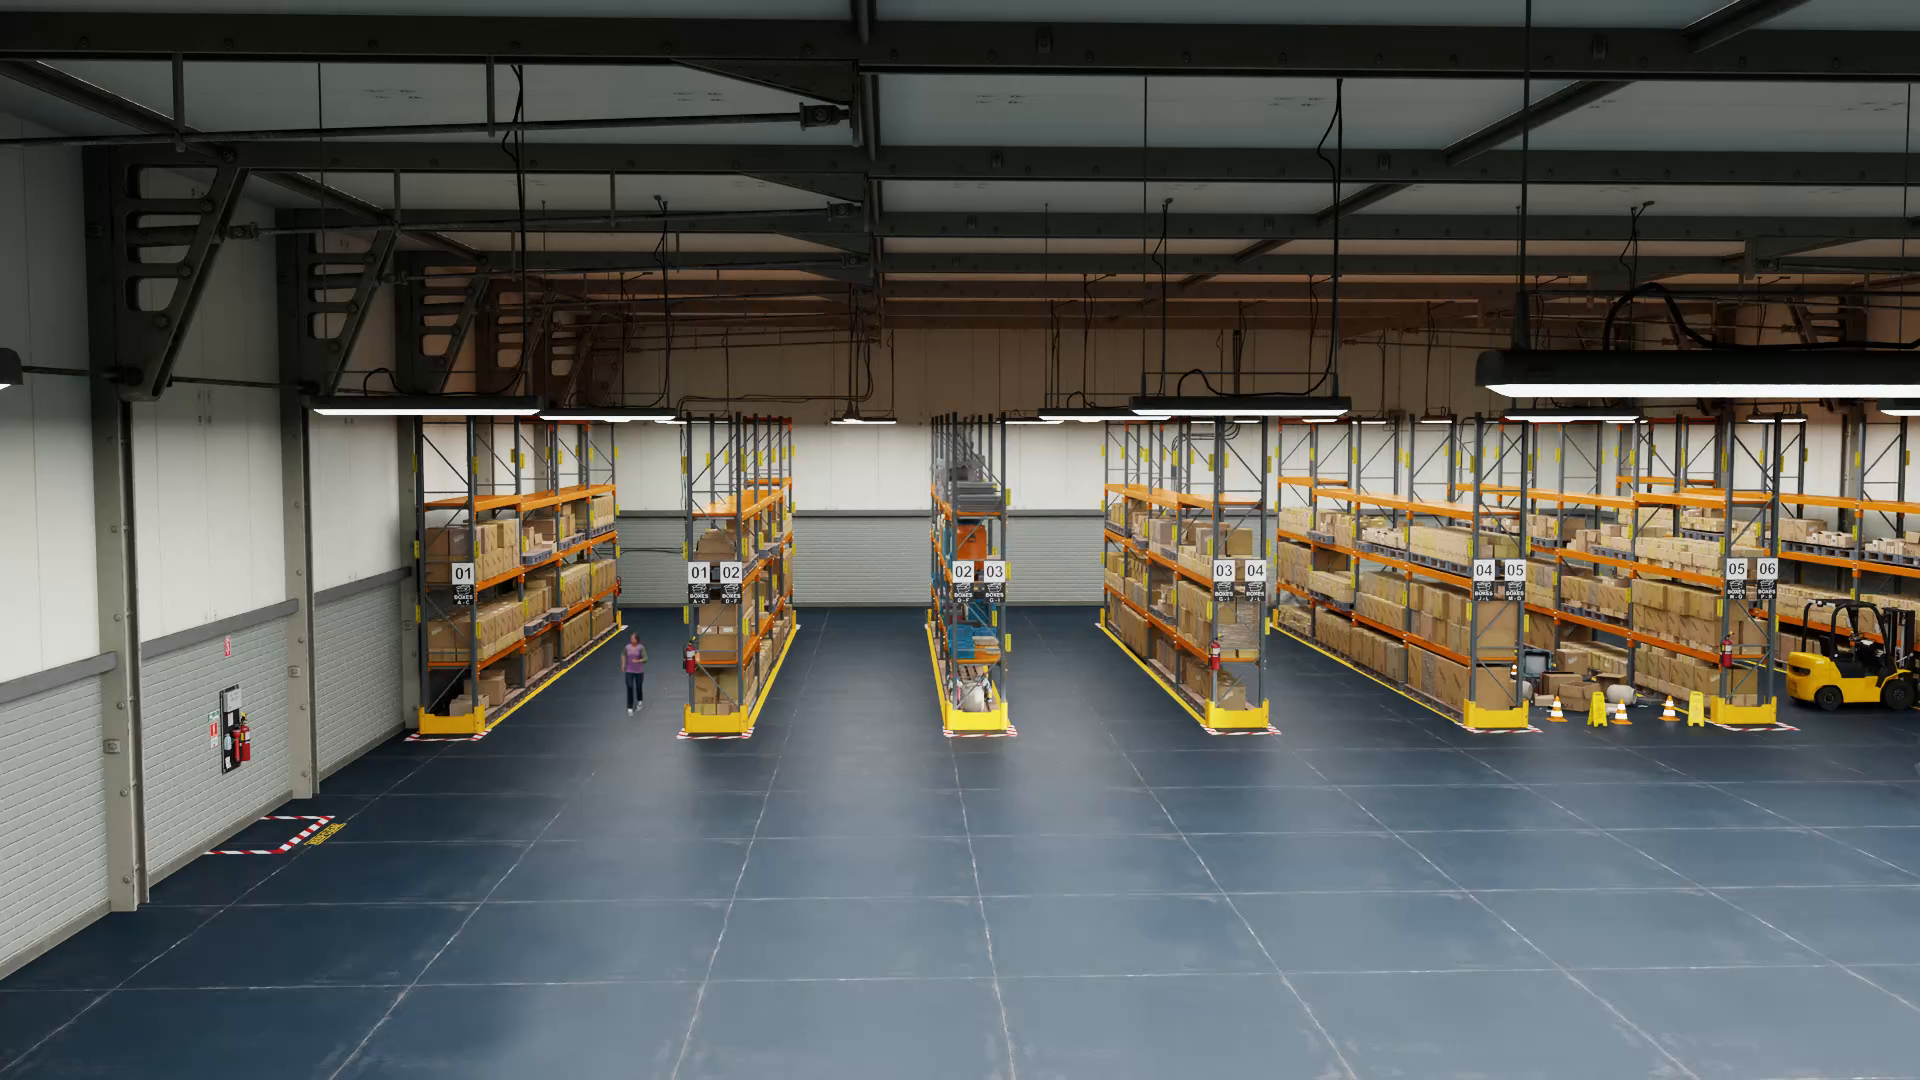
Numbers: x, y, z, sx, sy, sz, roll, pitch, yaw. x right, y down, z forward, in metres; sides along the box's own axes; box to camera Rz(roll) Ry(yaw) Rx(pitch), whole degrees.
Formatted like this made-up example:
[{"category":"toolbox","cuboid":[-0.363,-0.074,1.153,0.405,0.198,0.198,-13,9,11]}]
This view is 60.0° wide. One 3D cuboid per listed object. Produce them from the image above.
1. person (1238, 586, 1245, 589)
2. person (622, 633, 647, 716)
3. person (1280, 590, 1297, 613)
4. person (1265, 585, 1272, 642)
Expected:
[{"category":"person","cuboid":[7.911,1.760,45.659,0.739,1.719,0.646,0,4,5]},{"category":"person","cuboid":[-6.487,2.645,33.131,0.539,1.596,0.871,0,4,-3]},{"category":"person","cuboid":[9.685,1.506,49.114,0.799,1.766,0.790,1,4,13]},{"category":"person","cuboid":[8.009,1.803,44.343,0.702,1.747,0.953,0,4,-6]}]
